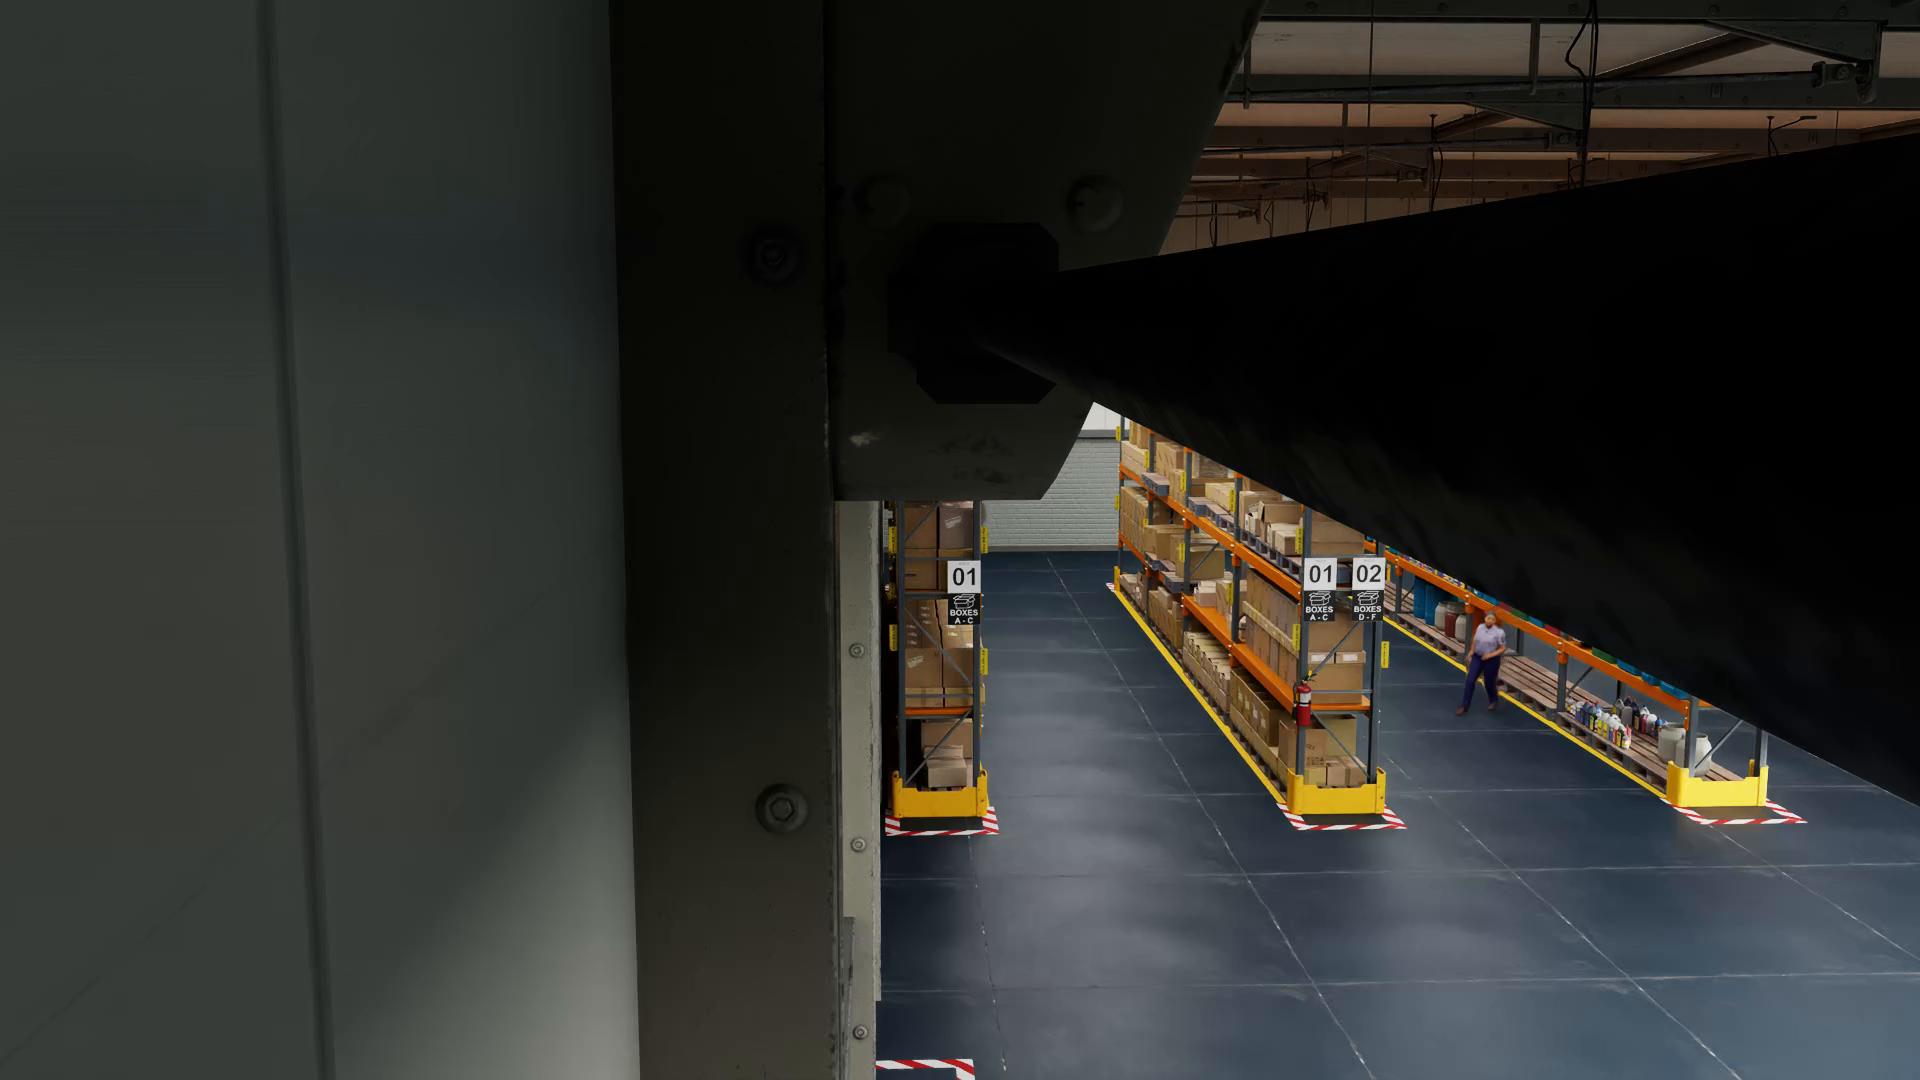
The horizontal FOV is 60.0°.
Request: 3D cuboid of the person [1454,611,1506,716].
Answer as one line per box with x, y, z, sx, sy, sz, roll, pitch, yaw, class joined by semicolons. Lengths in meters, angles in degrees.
8.010;1.857;25.315;0.638;1.616;0.850;7;11;39;person
